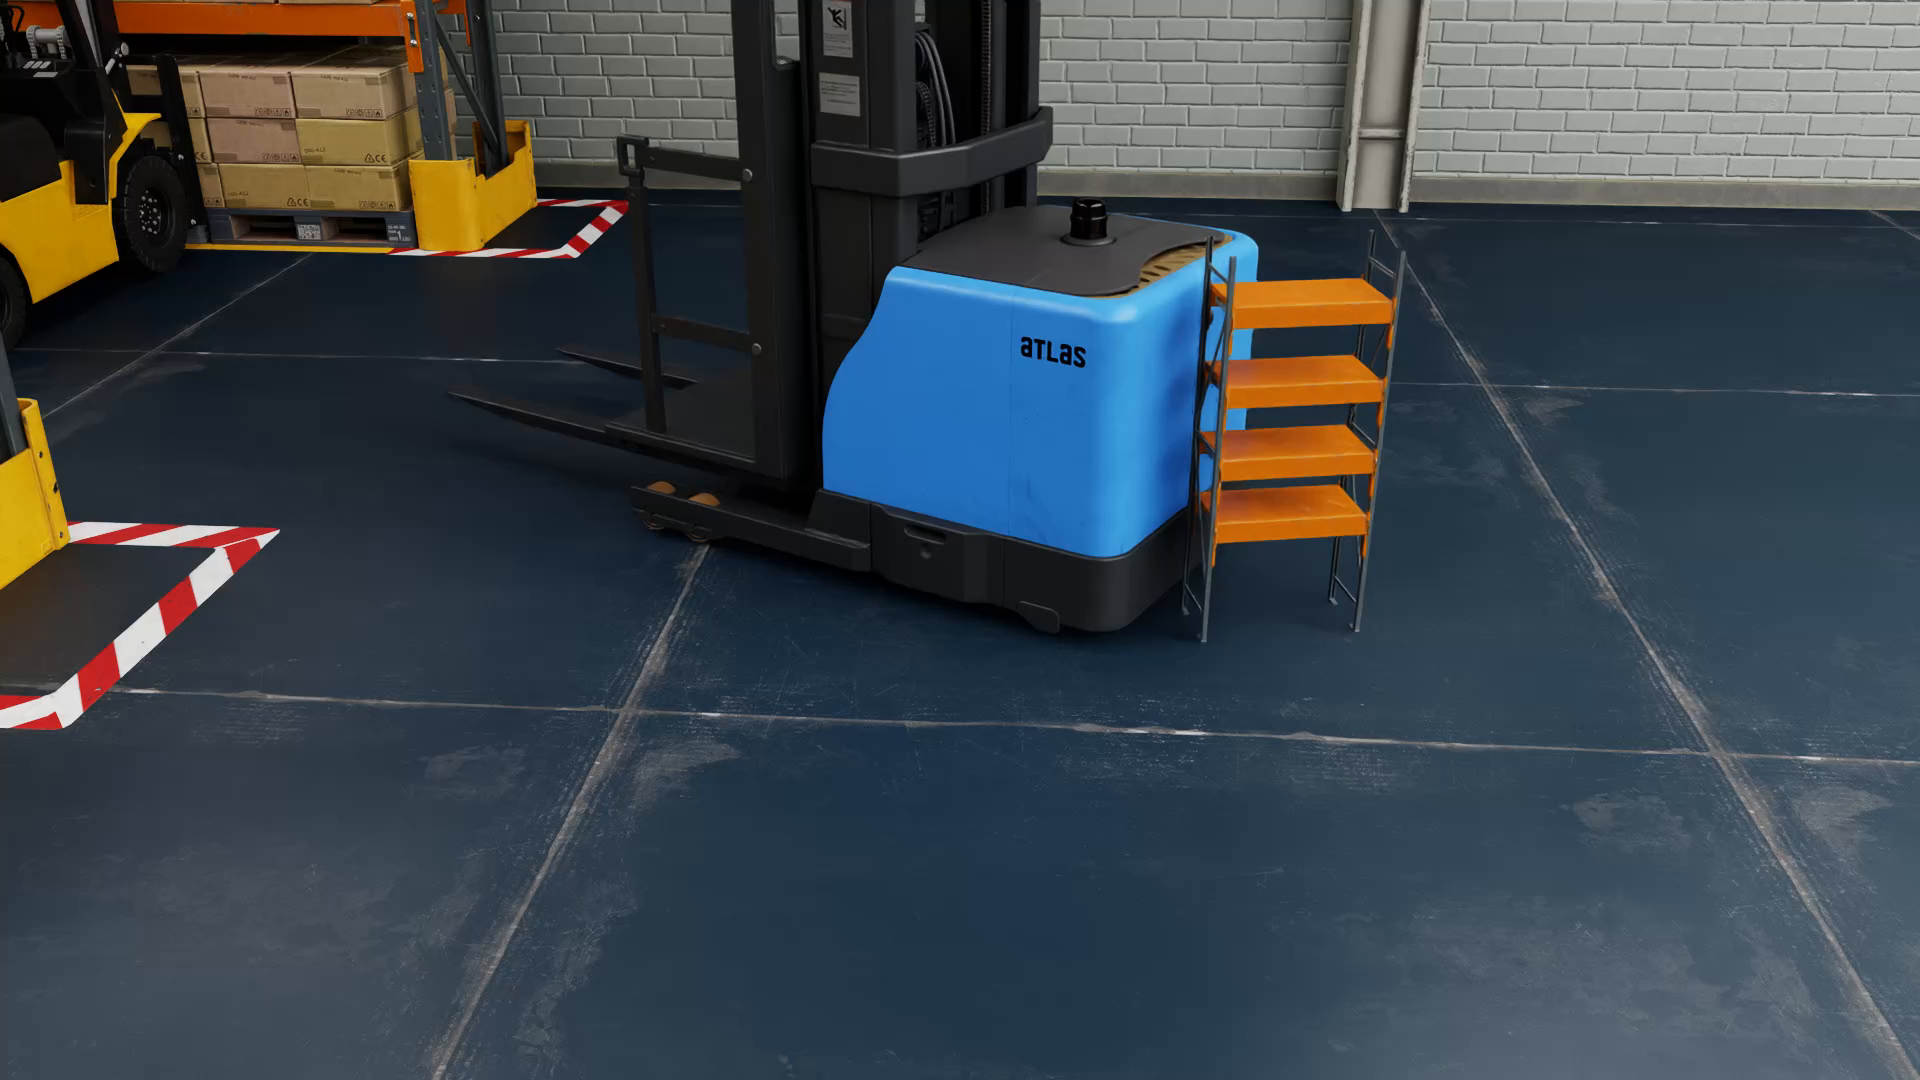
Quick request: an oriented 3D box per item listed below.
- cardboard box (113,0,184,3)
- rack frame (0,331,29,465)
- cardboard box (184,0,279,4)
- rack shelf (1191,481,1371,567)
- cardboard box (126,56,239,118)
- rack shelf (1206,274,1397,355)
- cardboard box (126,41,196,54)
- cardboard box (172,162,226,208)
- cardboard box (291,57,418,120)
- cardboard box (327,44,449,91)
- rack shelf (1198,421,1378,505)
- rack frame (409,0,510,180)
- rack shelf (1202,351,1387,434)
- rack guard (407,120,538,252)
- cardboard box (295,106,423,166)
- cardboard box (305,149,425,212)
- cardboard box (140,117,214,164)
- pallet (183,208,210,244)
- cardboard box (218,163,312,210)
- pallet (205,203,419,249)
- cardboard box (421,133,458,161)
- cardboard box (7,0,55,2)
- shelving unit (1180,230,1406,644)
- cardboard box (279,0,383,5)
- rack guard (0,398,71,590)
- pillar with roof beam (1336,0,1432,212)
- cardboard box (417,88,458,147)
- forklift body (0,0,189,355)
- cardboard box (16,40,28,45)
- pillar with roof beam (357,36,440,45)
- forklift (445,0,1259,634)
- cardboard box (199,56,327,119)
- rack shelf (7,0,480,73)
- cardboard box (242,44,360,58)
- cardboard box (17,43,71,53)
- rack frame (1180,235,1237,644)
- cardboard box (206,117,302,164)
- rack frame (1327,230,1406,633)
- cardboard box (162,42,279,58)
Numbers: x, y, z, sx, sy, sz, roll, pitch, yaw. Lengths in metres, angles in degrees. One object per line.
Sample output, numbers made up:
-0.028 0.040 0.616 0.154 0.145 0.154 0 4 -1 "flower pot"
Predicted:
-4.371 -3.198 8.992 0.500 0.500 0.500 1 25 3 "cardboard box"
-3.209 -1.141 4.640 0.127 3.000 1.000 2 25 4 "rack frame"
-3.860 -3.182 8.957 0.500 0.500 0.500 3 25 6 "cardboard box"
0.967 -0.053 5.059 0.480 0.148 0.258 -3 25 -8 "rack shelf"
-4.329 -2.516 9.220 0.500 0.250 0.500 2 25 5 "cardboard box"
0.972 -0.651 4.782 0.480 0.148 0.258 -3 25 -8 "rack shelf"
-4.804 -2.754 9.737 0.500 0.250 0.500 1 25 3 "cardboard box"
-4.319 -2.074 9.456 0.500 0.250 0.500 2 25 5 "cardboard box"
-3.316 -2.490 9.164 0.500 0.250 0.500 3 25 6 "cardboard box"
-3.298 -2.700 9.620 0.500 0.250 0.500 1 25 3 "cardboard box"
0.969 -0.233 4.976 0.480 0.148 0.258 -3 25 -8 "rack shelf"
-2.833 -3.210 9.137 0.127 3.000 1.000 2 25 4 "rack frame"
0.970 -0.436 4.882 0.480 0.148 0.258 -3 25 -8 "rack shelf"
-2.809 -2.073 9.658 0.348 0.500 1.175 2 25 4 "rack guard"
-3.342 -2.264 9.270 0.500 0.250 0.500 2 25 3 "cardboard box"
-3.326 -2.035 9.370 0.500 0.250 0.500 2 25 4 "cardboard box"
-4.358 -2.292 9.331 0.500 0.250 0.500 1 25 3 "cardboard box"
-4.812 -1.990 9.822 1.213 0.211 1.003 2 25 4 "pallet"
-3.821 -2.054 9.413 0.500 0.250 0.500 2 25 4 "cardboard box"
-3.599 -1.950 9.735 1.213 0.211 1.003 2 25 4 "pallet"
-3.308 -2.248 9.835 0.500 0.250 0.500 2 25 4 "cardboard box"
-4.873 -3.210 9.017 0.500 0.500 0.500 2 25 4 "cardboard box"
0.969 -0.294 4.947 0.503 1.200 0.258 -3 25 -8 "shelving unit"
-3.344 -3.161 8.912 0.500 0.500 0.500 1 25 3 "cardboard box"
-3.285 -0.008 5.168 0.348 0.500 1.175 2 25 4 "rack guard"
2.195 -4.347 4.431 0.400 9.000 9.100 2 25 4 "pillar with roof beam"
-3.286 -2.480 9.740 0.500 0.250 0.500 2 25 5 "cardboard box"
-4.863 -2.124 7.794 1.214 2.155 2.313 2 25 4 "forklift body"
-5.809 -2.788 9.812 0.500 0.250 0.500 1 25 3 "cardboard box"
-3.788 -4.539 4.848 0.400 9.000 9.100 2 25 4 "pillar with roof beam"
-0.553 -1.495 5.492 3.031 2.935 1.130 15 28 29 "forklift"
-3.826 -2.504 9.194 0.500 0.250 0.500 2 25 5 "cardboard box"
-4.827 -2.947 9.426 4.000 0.370 1.077 2 25 4 "rack shelf"
-3.796 -2.714 9.651 0.500 0.250 0.500 2 25 4 "cardboard box"
-5.306 -2.767 9.765 0.500 0.250 0.500 2 25 4 "cardboard box"
0.728 -0.280 4.913 0.015 1.200 0.240 -3 25 -8 "rack frame"
-3.842 -2.284 9.315 0.500 0.250 0.500 2 25 3 "cardboard box"
1.210 -0.308 4.982 0.015 1.200 0.240 -3 25 -8 "rack frame"
-4.294 -2.735 9.696 0.500 0.250 0.500 2 25 4 "cardboard box"
